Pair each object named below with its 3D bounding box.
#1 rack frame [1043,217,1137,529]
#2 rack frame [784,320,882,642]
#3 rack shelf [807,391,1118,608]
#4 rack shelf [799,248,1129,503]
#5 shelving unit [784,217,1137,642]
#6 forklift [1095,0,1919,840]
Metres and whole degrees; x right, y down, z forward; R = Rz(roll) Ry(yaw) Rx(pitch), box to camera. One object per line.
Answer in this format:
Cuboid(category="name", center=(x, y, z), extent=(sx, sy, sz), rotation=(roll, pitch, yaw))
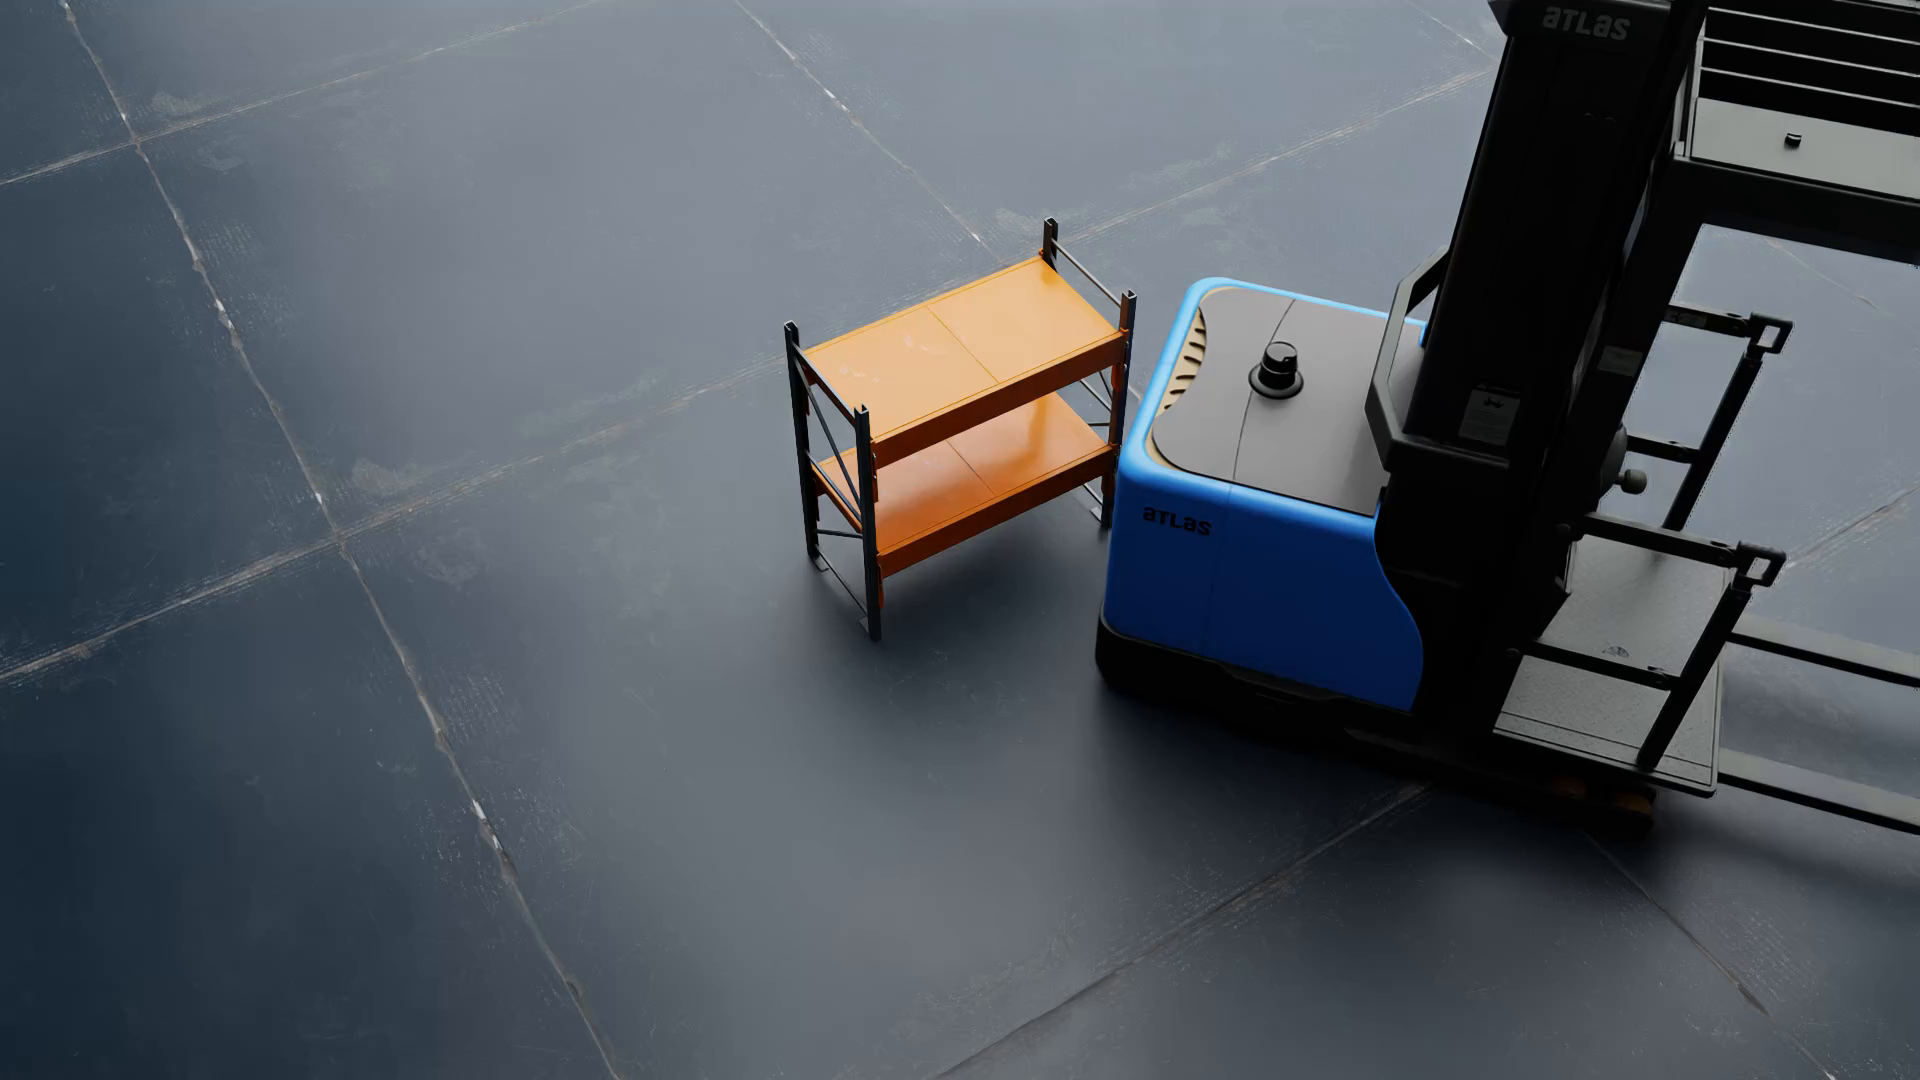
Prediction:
Cuboid(category="rack frame", center=(0.436, -0.579, 6.013), extent=(0.032, 1.125, 0.500), rotation=(-25, 53, -21))
Cuboid(category="rack frame", center=(-0.424, -0.174, 5.652), extent=(0.032, 1.125, 0.500), rotation=(-25, 53, -21))
Cuboid(category="rack shelf", center=(0.006, -0.214, 6.015), extent=(1.000, 0.278, 0.538), rotation=(-25, 53, -21))
Cuboid(category="rack shelf", center=(0.006, -0.571, 5.614), extent=(1.000, 0.278, 0.538), rotation=(-25, 53, -21))
Cuboid(category="shelving unit", center=(0.006, -0.377, 5.832), extent=(1.048, 1.125, 0.538), rotation=(-25, 53, -21))
Cuboid(category="forklift", center=(2.043, -0.462, 4.698), extent=(3.031, 2.935, 1.130), rotation=(15, 50, 13))
